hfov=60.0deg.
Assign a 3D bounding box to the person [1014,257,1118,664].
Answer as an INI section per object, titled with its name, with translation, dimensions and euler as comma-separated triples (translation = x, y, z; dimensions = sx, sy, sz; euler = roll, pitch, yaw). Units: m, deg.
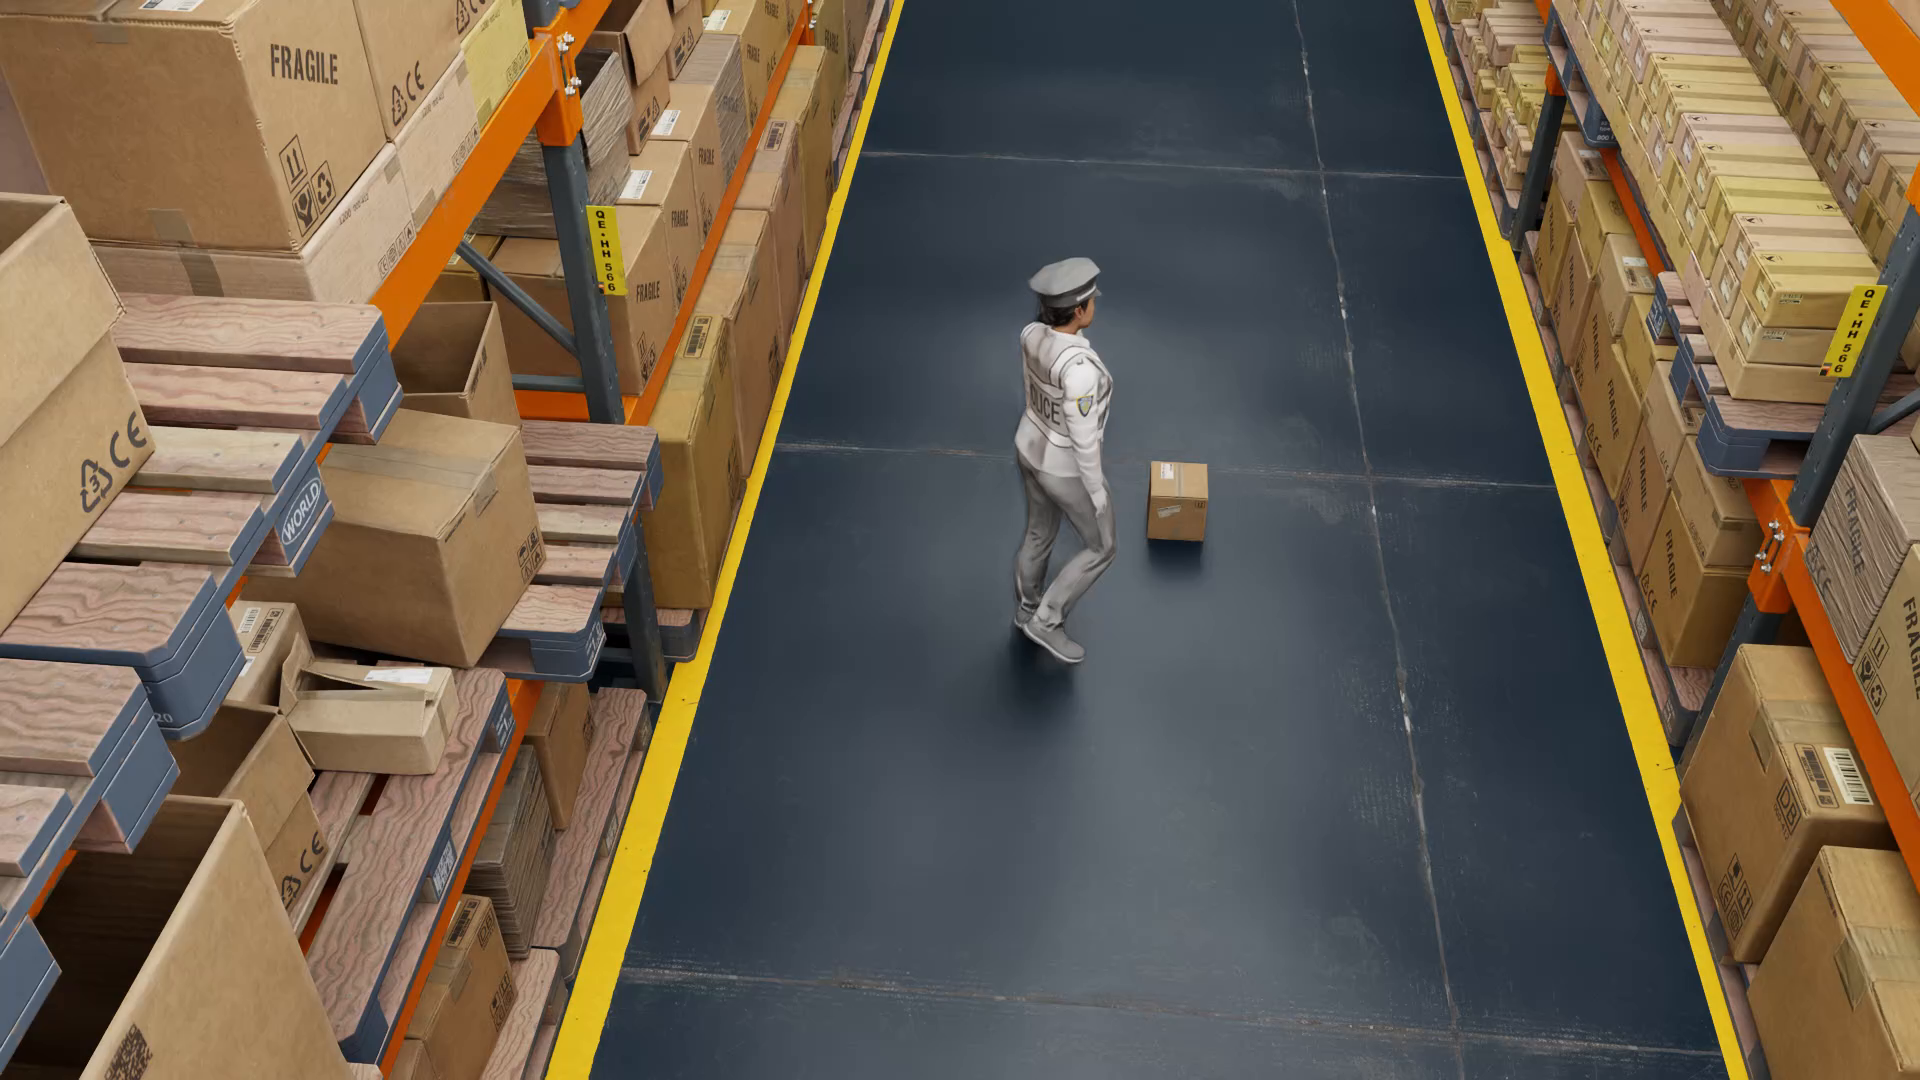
[person]
translation = 0.380, -0.277, 6.453
dimensions = 0.413, 1.667, 0.577
euler = -17, 43, -19
